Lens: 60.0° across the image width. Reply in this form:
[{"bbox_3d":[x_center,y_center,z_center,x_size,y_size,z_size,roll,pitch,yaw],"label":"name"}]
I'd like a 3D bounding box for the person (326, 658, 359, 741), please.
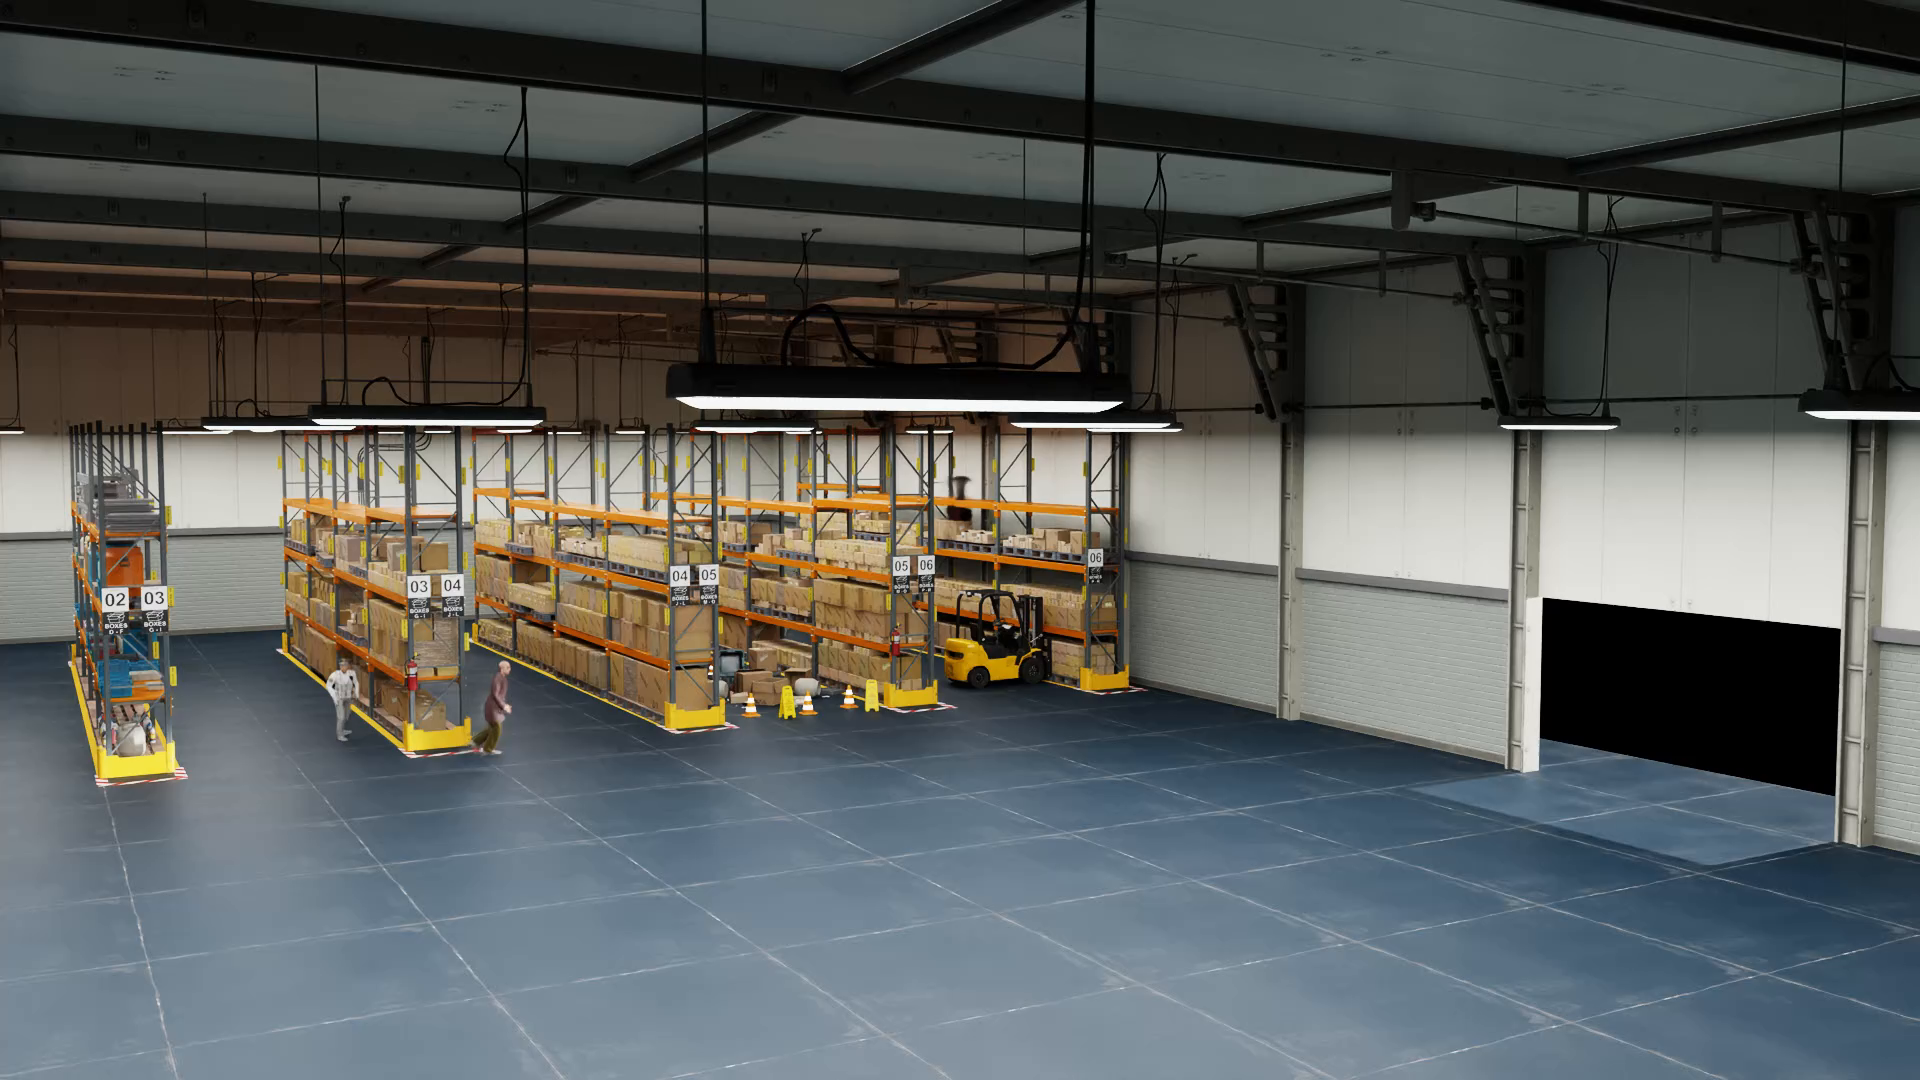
[{"bbox_3d":[-11.672,2.985,31.436,0.818,1.585,0.625,3,5,41],"label":"person"}]

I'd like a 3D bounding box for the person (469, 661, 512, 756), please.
[{"bbox_3d":[-8.437,3.020,29.856,0.779,1.704,0.690,-1,4,-11],"label":"person"}]
